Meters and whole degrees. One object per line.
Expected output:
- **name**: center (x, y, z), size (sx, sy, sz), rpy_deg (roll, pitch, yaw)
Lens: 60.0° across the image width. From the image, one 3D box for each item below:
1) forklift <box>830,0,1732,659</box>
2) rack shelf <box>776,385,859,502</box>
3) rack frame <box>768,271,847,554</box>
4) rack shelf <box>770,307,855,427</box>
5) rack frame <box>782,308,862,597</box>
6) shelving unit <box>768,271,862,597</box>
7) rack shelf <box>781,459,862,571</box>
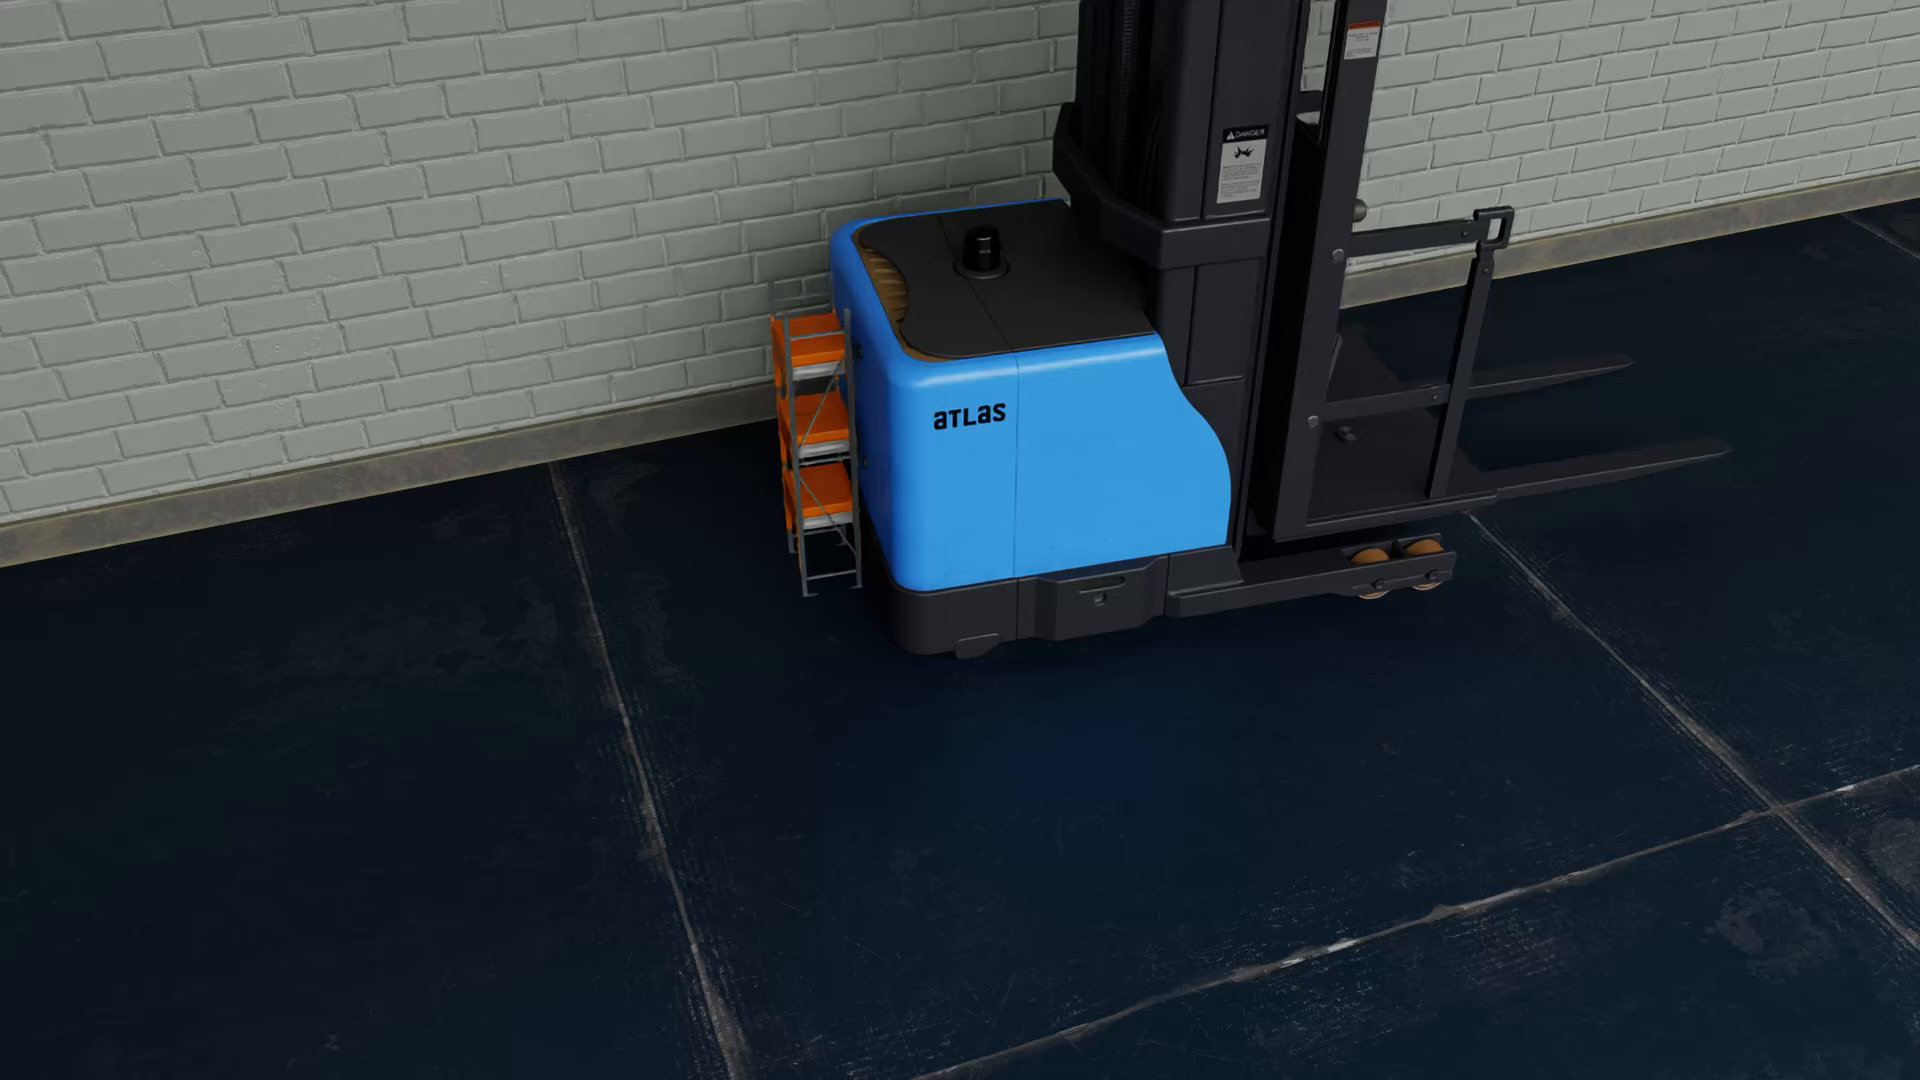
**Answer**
- **forklift**: center (1.145, -1.275, 5.007), size (3.031, 2.935, 1.130), rpy_deg (-9, 38, -11)
- **rack shelf**: center (-0.455, -0.310, 5.306), size (0.215, 0.259, 0.240), rpy_deg (-9, 38, -12)
- **rack frame**: center (-0.487, -0.389, 5.394), size (0.200, 1.050, 0.008), rpy_deg (-9, 38, -12)
- **rack shelf**: center (-0.455, -0.536, 5.135), size (0.215, 0.259, 0.240), rpy_deg (-9, 38, -12)
- **rack frame**: center (-0.423, -0.247, 5.206), size (0.200, 1.050, 0.008), rpy_deg (-9, 38, -12)
- **shelving unit**: center (-0.455, -0.318, 5.300), size (0.215, 1.050, 0.252), rpy_deg (-9, 38, -12)
- **rack shelf**: center (-0.455, -0.088, 5.473), size (0.215, 0.259, 0.240), rpy_deg (-9, 38, -12)
